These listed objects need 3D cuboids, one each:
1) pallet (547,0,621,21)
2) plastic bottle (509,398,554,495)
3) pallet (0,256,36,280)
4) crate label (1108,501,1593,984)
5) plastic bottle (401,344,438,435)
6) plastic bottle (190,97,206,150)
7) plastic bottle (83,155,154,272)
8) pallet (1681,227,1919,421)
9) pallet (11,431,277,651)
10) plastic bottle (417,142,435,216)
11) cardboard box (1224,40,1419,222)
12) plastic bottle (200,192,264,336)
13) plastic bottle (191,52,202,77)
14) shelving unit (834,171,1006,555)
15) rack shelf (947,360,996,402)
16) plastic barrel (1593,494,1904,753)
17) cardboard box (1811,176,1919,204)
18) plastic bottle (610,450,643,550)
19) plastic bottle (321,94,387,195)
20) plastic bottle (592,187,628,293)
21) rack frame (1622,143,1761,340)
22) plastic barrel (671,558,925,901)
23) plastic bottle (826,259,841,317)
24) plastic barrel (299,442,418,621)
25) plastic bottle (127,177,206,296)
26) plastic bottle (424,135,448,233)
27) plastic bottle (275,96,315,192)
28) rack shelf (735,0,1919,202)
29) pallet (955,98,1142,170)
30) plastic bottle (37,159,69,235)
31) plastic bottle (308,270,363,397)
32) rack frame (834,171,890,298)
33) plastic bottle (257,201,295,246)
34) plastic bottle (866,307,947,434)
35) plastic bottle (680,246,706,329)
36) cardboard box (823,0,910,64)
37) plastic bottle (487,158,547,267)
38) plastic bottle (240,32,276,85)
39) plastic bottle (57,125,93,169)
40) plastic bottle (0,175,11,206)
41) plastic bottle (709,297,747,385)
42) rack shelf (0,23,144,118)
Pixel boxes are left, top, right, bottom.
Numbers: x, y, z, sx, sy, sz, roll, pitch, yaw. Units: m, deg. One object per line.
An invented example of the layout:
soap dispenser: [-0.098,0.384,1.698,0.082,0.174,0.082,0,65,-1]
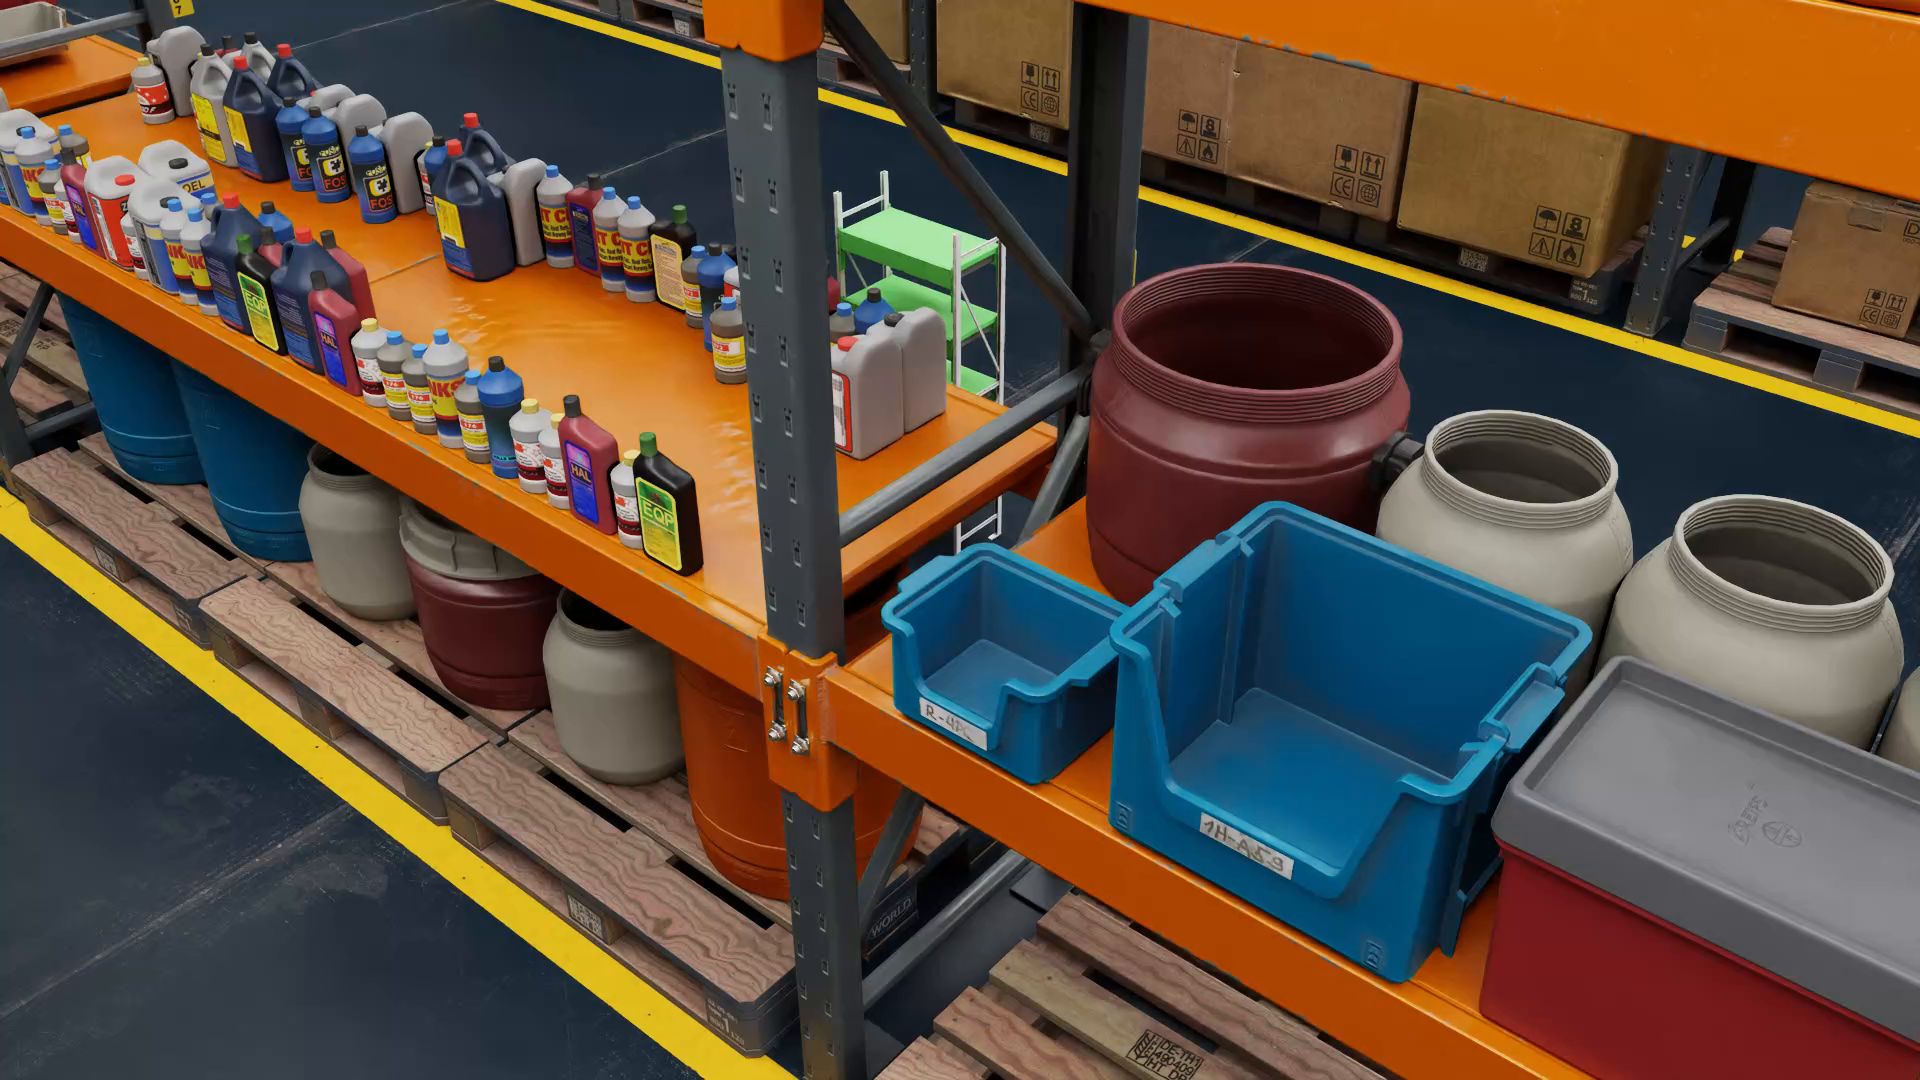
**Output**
pallet: [-2.314,-3.809,11.109,1.213,0.211,1.003,25,42,32]
plastic bottle: [-0.913,-0.209,3.580,0.097,0.201,0.097,0,34,0]
pallet: [-4.605,-1.152,7.240,1.213,0.211,1.003,25,42,32]
crate label: [0.591,0.302,2.629,0.616,0.435,0.502,25,42,32]
plastic bottle: [-1.212,-0.350,3.785,0.097,0.201,0.097,0,34,0]
plastic bottle: [-2.349,-1.333,5.216,0.097,0.201,0.097,0,34,0]
plastic bottle: [-2.250,-0.890,4.506,0.135,0.276,0.152,25,42,32]
pallet: [3.769,-0.883,6.849,1.213,0.211,1.003,25,42,32]
pallet: [-2.507,-0.163,5.801,1.213,0.211,1.003,25,42,32]
plastic bottle: [-1.507,-1.048,4.802,0.097,0.201,0.097,0,34,0]
cardboard box: [1.972,-2.198,7.807,0.875,0.875,1.225,25,42,32]
plastic bottle: [-1.802,-0.707,4.173,0.185,0.351,0.144,25,42,32]
plastic bottle: [-2.457,-1.496,5.454,0.097,0.201,0.097,0,34,0]
shelving unit: [-0.127,-0.555,5.498,0.503,1.200,0.258,25,42,32]
rack shelf: [-0.127,-0.502,5.534,0.480,0.148,0.258,25,42,32]
plastic barrel: [1.251,0.225,2.674,0.421,0.512,0.421,0,34,0]
cardboard box: [3.703,-1.546,6.509,0.500,0.250,0.500,27,43,34]
plastic bottle: [-0.660,-0.090,3.407,0.097,0.201,0.097,0,34,0]
plastic bottle: [-1.792,-1.193,4.947,0.135,0.276,0.152,25,42,32]
plastic bottle: [-0.907,-0.794,4.370,0.097,0.271,0.097,0,34,0]
rack frame: [3.169,-2.316,6.473,0.127,3.000,1.000,25,42,32]
plastic barrel: [-0.387,0.391,4.078,0.708,0.830,0.600,25,42,32]
plastic bottle: [-0.349,-0.549,4.003,0.133,0.283,0.061,25,42,32]
plastic barrel: [-1.746,-0.053,5.004,0.421,0.512,0.421,0,34,0]
plastic bottle: [-2.072,-0.806,4.383,0.135,0.276,0.152,25,42,32]
plastic bottle: [-1.444,-1.002,4.673,0.097,0.271,0.097,0,34,0]
plastic bottle: [-1.961,-1.179,4.930,0.097,0.271,0.097,0,34,0]
rack shelf: [1.537,-0.377,1.634,4.000,0.370,1.077,25,42,32]
pallet: [0.736,-2.369,9.012,1.213,0.211,1.003,25,42,32]
plastic bottle: [-2.534,-0.973,4.692,0.097,0.201,0.097,0,34,0]
plastic bottle: [-1.462,-0.488,3.914,0.133,0.283,0.061,25,42,32]
rack frame: [-0.315,-0.643,5.626,0.015,1.200,0.240,25,42,32]
plastic bottle: [-1.758,-0.742,4.295,0.097,0.271,0.097,0,34,0]
plastic bottle: [-0.125,-0.407,3.803,0.135,0.276,0.152,25,42,32]
plastic bottle: [-0.655,-0.646,4.217,0.097,0.201,0.097,0,34,0]
cardboard box: [-0.361,-3.336,9.464,0.875,0.875,0.875,25,42,32]
plastic bottle: [-1.191,-0.910,4.534,0.135,0.276,0.152,25,42,32]
plastic bottle: [-2.158,-1.399,5.181,0.185,0.351,0.144,25,42,32]
plastic bottle: [-2.615,-1.123,4.911,0.097,0.201,0.097,0,34,0]
plastic bottle: [-2.787,-1.121,4.846,0.097,0.271,0.097,0,34,0]
plastic bottle: [-0.546,-0.483,3.979,0.097,0.201,0.097,0,34,0]
rack shelf: [-4.611,-2.038,6.703,4.000,0.370,1.077,25,42,32]
